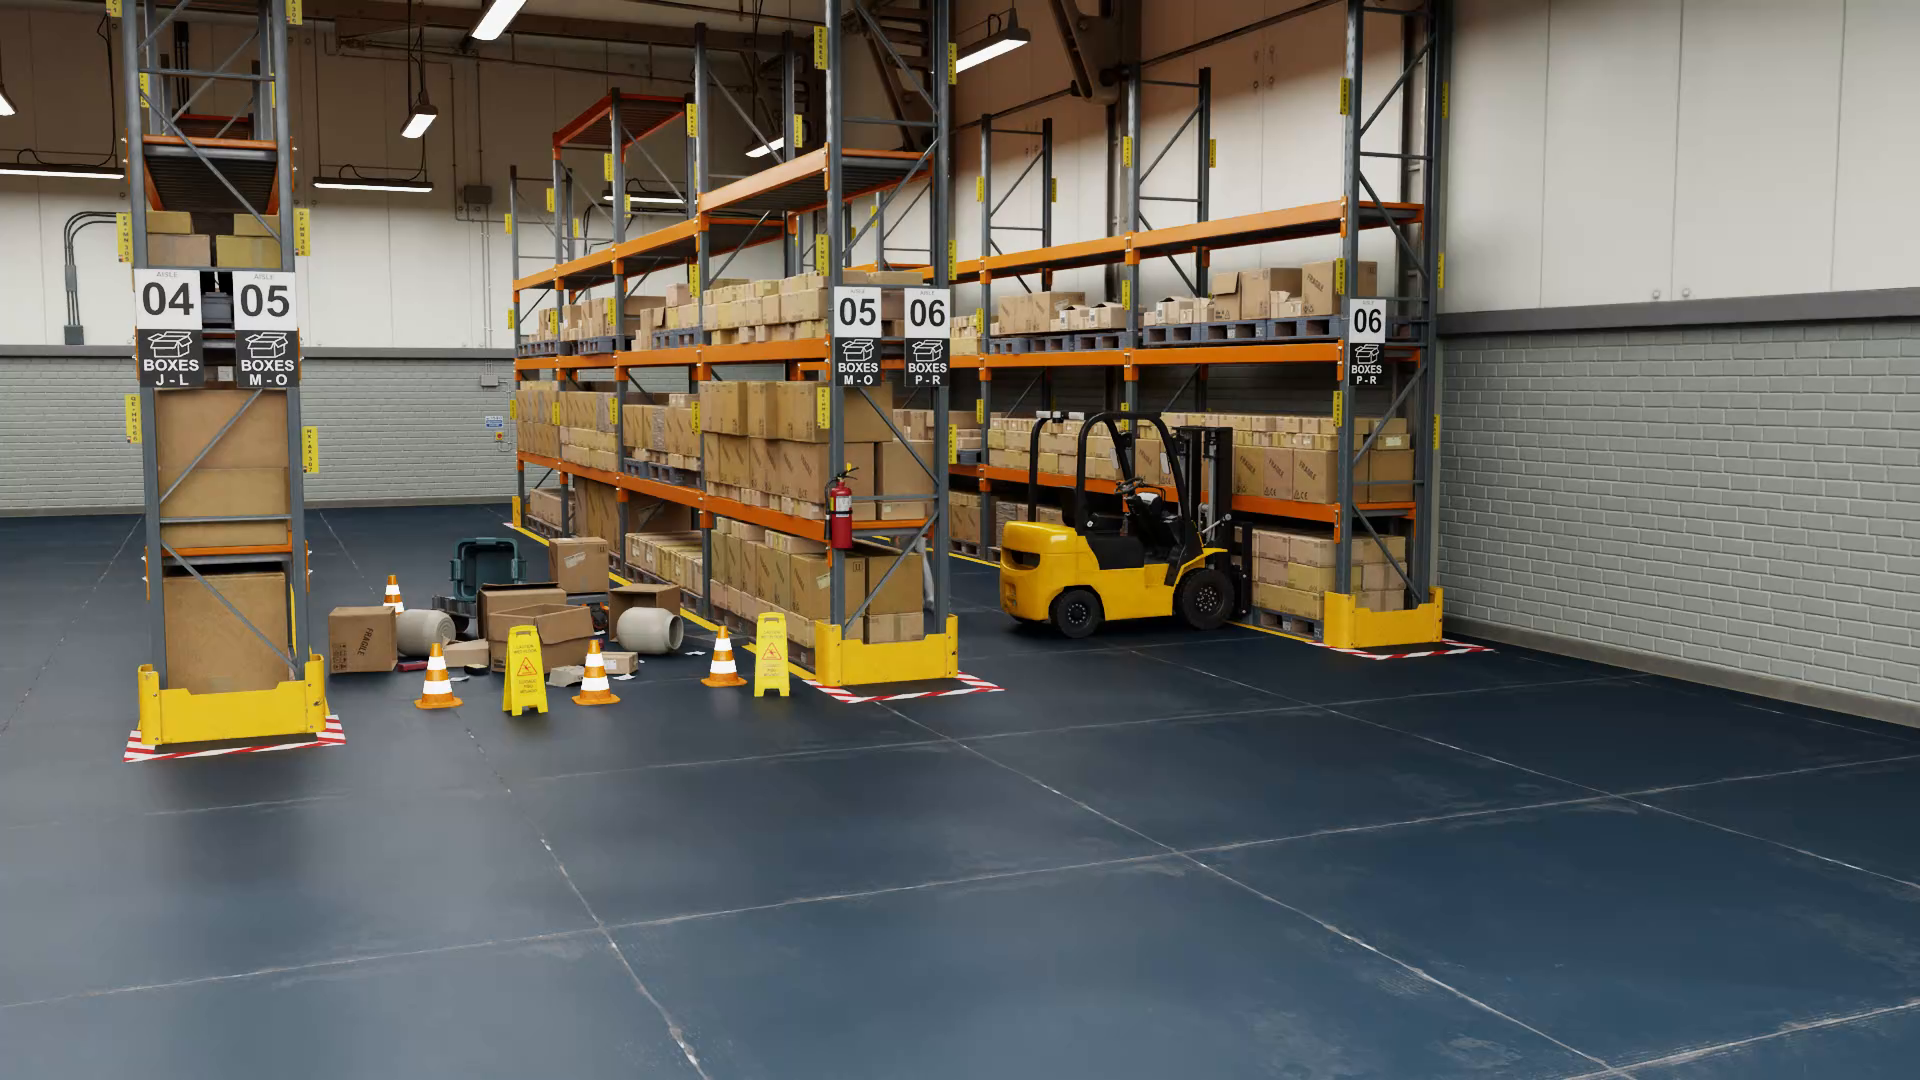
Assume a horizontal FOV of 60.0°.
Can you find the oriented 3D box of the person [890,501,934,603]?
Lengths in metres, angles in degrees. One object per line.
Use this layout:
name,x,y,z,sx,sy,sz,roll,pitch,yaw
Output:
person,-0.551,-0.106,18.200,0.465,1.614,1.056,-3,6,-29
